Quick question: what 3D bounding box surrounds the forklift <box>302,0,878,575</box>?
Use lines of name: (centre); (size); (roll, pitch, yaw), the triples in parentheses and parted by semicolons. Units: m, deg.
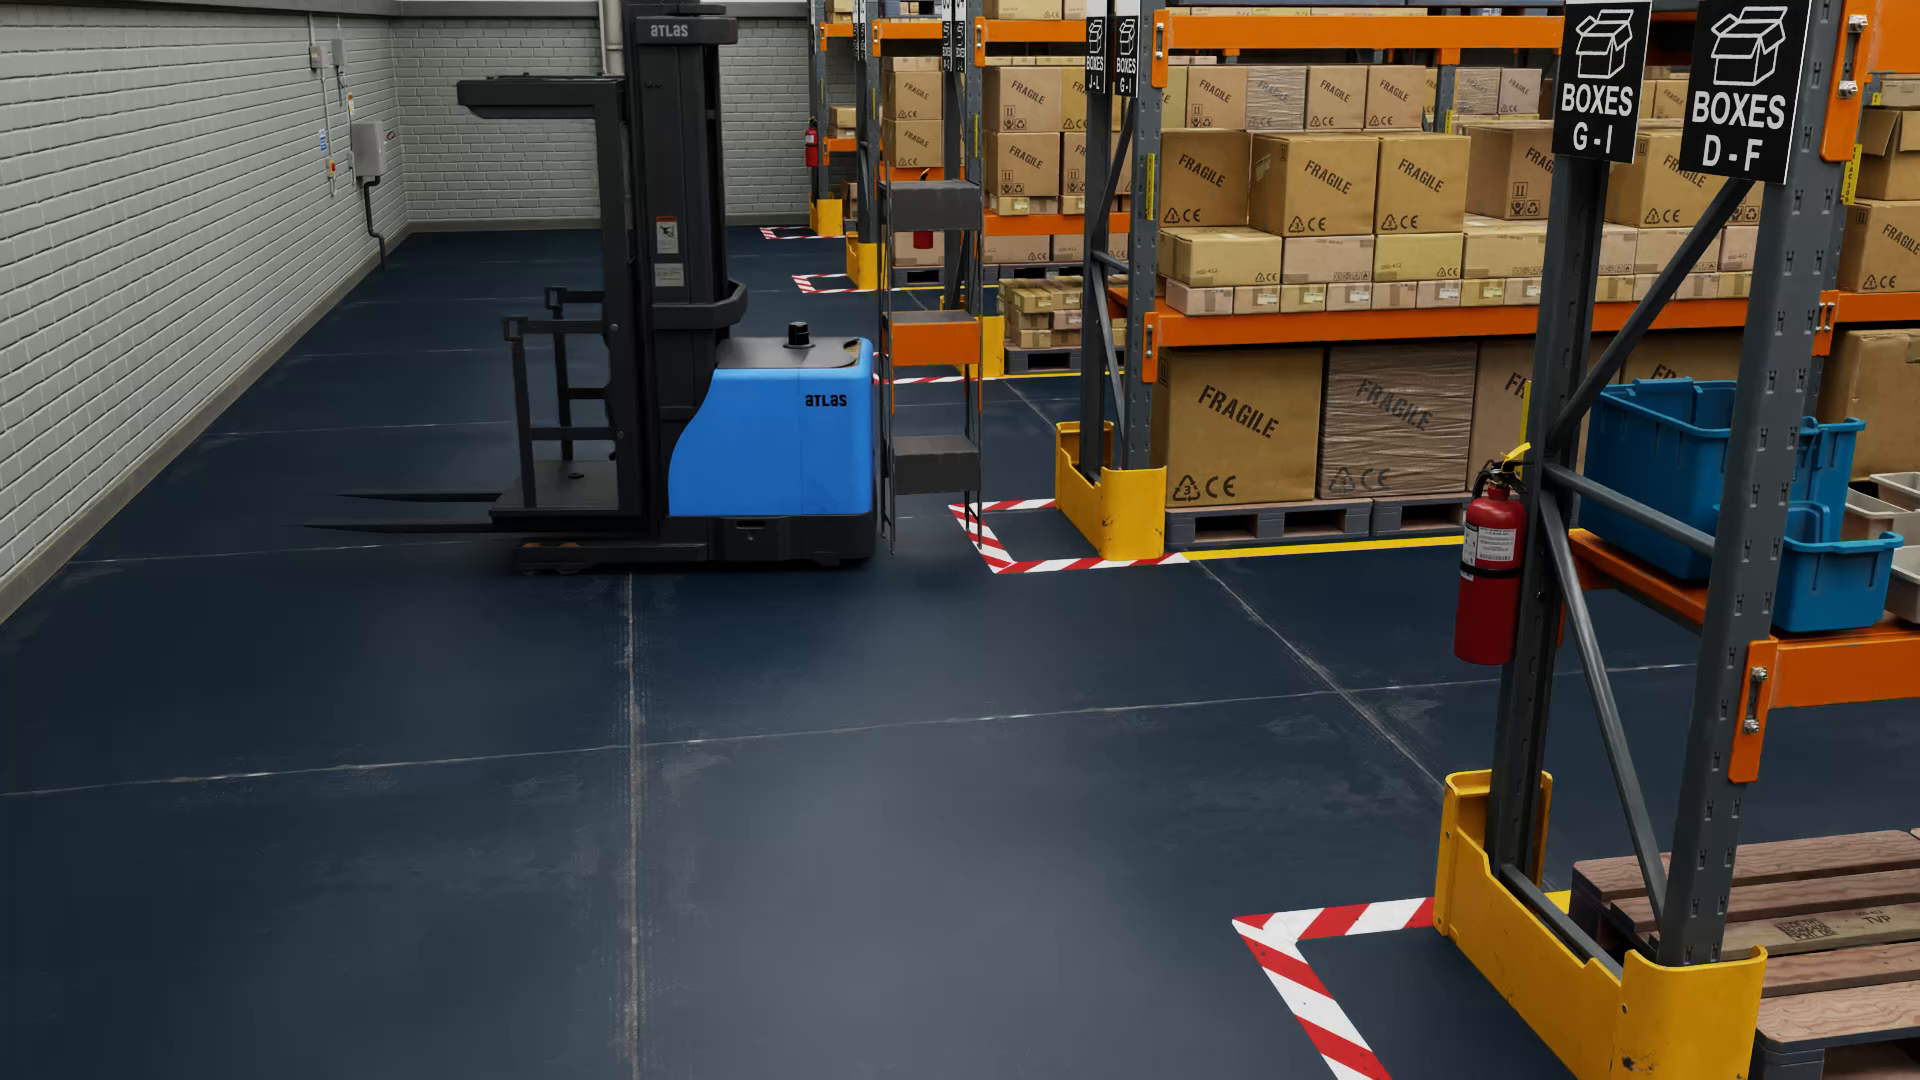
forklift: (-1.981, -1.376, 8.800); (3.031, 2.935, 1.130); (0, 17, -2)

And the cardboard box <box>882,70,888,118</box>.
cardboard box: (-0.591, -4.973, 18.520); (0.500, 0.500, 0.500); (-3, 17, -9)

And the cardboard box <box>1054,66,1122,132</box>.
cardboard box: (1.005, -3.577, 13.467); (0.500, 0.500, 0.500); (-3, 17, -9)

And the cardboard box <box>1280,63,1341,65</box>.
cardboard box: (2.951, -3.833, 14.302); (0.500, 0.500, 0.500); (-4, 17, -12)

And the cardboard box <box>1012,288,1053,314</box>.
cardboard box: (0.598, -1.984, 13.789); (0.250, 0.149, 0.380); (-4, 18, -13)

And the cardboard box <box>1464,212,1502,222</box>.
cardboard box: (2.795, -1.755, 9.667); (0.500, 0.250, 0.500); (-3, 17, -10)

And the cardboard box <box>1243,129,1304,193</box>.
cardboard box: (2.527, -3.179, 13.875); (0.500, 0.500, 0.500); (-3, 17, -11)

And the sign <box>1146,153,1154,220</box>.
sign: (0.960, -1.786, 8.409); (0.005, 0.325, 0.100); (-3, 17, -10)

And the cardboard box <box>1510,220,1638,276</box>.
cardboard box: (3.396, -1.630, 9.258); (0.500, 0.250, 0.500); (-3, 17, -9)

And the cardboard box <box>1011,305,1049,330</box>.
cardboard box: (0.582, -1.865, 13.910); (0.250, 0.149, 0.380); (-3, 17, -8)

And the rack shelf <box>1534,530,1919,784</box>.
rack shelf: (3.764, 0.166, 4.889); (4.000, 0.370, 1.077); (-3, 17, -10)

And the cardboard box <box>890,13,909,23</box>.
cardboard box: (-0.835, -7.062, 22.516); (0.250, 0.149, 0.380); (-3, 17, -9)

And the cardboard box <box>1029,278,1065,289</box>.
cardboard box: (0.749, -2.152, 14.338); (0.250, 0.149, 0.380); (-3, 17, -9)

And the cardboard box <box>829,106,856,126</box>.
cardboard box: (-1.563, -5.955, 23.339); (0.500, 0.250, 0.500); (-3, 17, -9)

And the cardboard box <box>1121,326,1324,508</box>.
cardboard box: (1.474, -0.738, 9.511); (0.875, 0.875, 0.875); (-3, 17, -10)

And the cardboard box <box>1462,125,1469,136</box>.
cardboard box: (4.421, -3.407, 13.996); (0.250, 0.149, 0.380); (-2, 17, -8)

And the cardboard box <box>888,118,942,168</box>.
cardboard box: (-0.493, -4.343, 18.173); (0.500, 0.500, 0.500); (-3, 17, -11)

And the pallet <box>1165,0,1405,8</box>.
pallet: (1.587, -2.931, 8.786); (1.213, 0.211, 1.003); (-3, 17, -10)

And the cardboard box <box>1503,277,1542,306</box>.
cardboard box: (3.039, -1.400, 9.190); (0.250, 0.149, 0.380); (-3, 17, -10)

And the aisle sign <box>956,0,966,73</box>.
aisle sign: (0.004, -4.082, 13.066); (0.004, 0.787, 0.394); (-3, 17, -10)

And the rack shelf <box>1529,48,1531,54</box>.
rack shelf: (8.799, -5.998, 19.849); (4.000, 0.370, 1.077); (-3, 17, -10)

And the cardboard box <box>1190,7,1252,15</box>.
cardboard box: (2.038, -4.330, 13.446); (0.500, 0.250, 0.500); (-3, 17, -11)

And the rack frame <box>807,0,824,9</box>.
rack frame: (-1.964, -8.650, 22.148); (0.127, 3.000, 1.000); (-3, 17, -10)

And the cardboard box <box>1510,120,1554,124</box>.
cardboard box: (5.079, -3.640, 14.755); (0.250, 0.149, 0.380); (-3, 17, -11)

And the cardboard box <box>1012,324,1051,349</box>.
cardboard box: (0.594, -1.705, 13.894); (0.250, 0.149, 0.380); (-3, 17, -9)

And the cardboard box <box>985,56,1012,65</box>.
cardboard box: (0.406, -5.194, 18.134); (0.250, 0.149, 0.380); (-3, 17, -10)

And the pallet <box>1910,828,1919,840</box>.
pallet: (3.813, 1.164, 5.161); (1.213, 0.211, 1.003); (-3, 17, -10)

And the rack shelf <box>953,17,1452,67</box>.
rack shelf: (1.983, -4.132, 13.771); (4.000, 0.370, 1.077); (-3, 17, -10)

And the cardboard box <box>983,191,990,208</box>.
cardboard box: (0.286, -2.910, 14.104); (0.250, 0.149, 0.380); (-3, 17, -10)

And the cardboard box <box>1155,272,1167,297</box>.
cardboard box: (1.148, -1.489, 9.480); (0.250, 0.149, 0.380); (-3, 17, -9)

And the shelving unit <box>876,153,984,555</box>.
shelving unit: (-0.163, -0.995, 8.973); (0.503, 2.100, 0.431); (-3, 17, -10)

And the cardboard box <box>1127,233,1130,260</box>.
cardboard box: (2.272, -3.546, 19.397); (0.875, 0.438, 0.875); (-3, 17, -11)

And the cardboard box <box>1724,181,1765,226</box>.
cardboard box: (4.388, -2.044, 9.329); (0.500, 0.500, 0.500); (-3, 17, -9)

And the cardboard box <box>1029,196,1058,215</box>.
cardboard box: (0.642, -2.760, 13.616); (0.250, 0.149, 0.380); (-3, 17, -8)

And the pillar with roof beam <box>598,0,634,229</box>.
pillar with roof beam: (-3.966, -7.519, 18.464); (0.400, 9.000, 9.100); (-3, 17, -10)

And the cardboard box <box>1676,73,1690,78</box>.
cardboard box: (10.948, -6.925, 24.968); (0.250, 0.149, 0.380); (-3, 17, -9)

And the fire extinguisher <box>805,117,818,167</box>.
fire extinguisher: (-2.021, -5.426, 22.634); (0.183, 0.674, 0.296); (-3, 17, -10)

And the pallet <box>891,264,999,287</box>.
pallet: (-0.249, -3.086, 18.998); (1.213, 0.211, 1.003); (-3, 17, -10)

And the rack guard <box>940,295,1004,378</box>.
rack guard: (0.094, -1.739, 14.124); (0.348, 0.500, 1.175); (-3, 17, -10)

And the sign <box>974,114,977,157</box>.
sign: (0.122, -3.188, 13.107); (0.005, 0.325, 0.100); (-3, 17, -10)

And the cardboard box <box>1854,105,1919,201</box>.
cardboard box: (5.414, -2.283, 9.756); (0.637, 0.503, 0.797); (-4, 17, -12)

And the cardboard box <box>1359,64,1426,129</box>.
cardboard box: (3.536, -3.717, 13.924); (0.500, 0.500, 0.500); (-4, 17, -12)

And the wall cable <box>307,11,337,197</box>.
wall cable: (-6.551, -4.531, 17.172); (0.123, 1.953, 0.585); (-3, 17, -10)

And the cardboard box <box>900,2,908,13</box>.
cardboard box: (-0.982, -7.267, 22.502); (0.500, 0.250, 0.500); (-3, 17, -9)

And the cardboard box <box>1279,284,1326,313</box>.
cardboard box: (1.775, -1.328, 8.955); (0.250, 0.149, 0.380); (-4, 17, -12)

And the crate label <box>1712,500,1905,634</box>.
crate label: (2.105, 0.066, 4.172); (0.303, 0.233, 0.416); (-3, 17, -10)

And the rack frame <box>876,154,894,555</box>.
rack frame: (-0.402, -0.981, 8.929); (0.015, 2.100, 0.400); (-3, 17, -10)

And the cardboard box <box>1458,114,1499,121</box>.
cardboard box: (5.906, -4.835, 19.347); (0.500, 0.250, 0.500); (-4, 17, -12)

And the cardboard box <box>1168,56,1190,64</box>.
cardboard box: (2.387, -5.318, 18.539); (0.250, 0.149, 0.380); (-3, 17, -9)

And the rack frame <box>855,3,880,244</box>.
rack frame: (-1.019, -4.352, 18.371); (0.127, 3.000, 1.000); (-3, 17, -10)

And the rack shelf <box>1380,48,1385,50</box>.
rack shelf: (7.854, -7.429, 24.507); (4.000, 0.370, 1.077); (-3, 17, -10)
